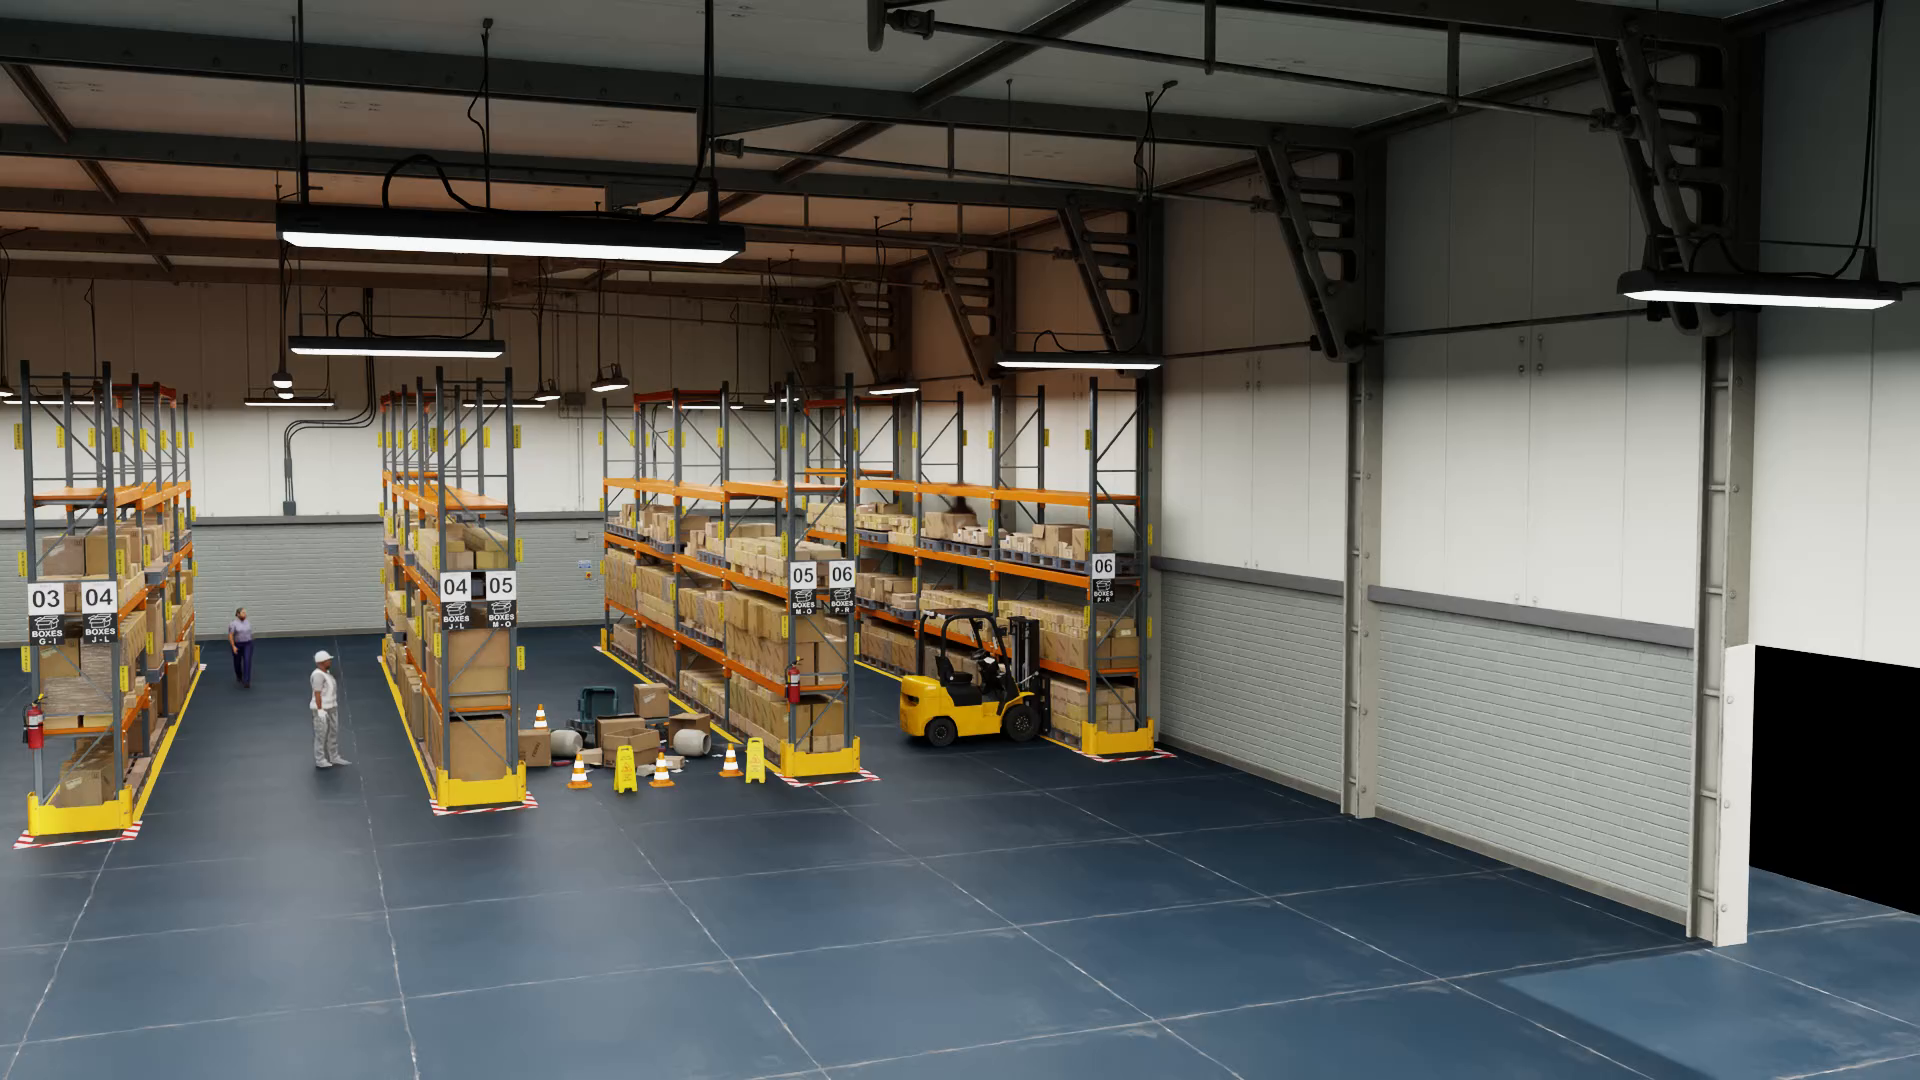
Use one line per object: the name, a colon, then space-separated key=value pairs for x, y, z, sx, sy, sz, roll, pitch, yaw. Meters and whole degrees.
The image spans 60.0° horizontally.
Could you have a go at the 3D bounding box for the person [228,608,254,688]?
person: x=-14.582 y=2.171 z=33.747 sx=0.456 sy=1.606 sz=0.929 roll=-1 pitch=4 yaw=-17

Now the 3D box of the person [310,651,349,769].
person: x=-9.702 y=2.584 z=25.474 sx=0.471 sy=1.789 sz=0.634 roll=1 pitch=3 yaw=10
